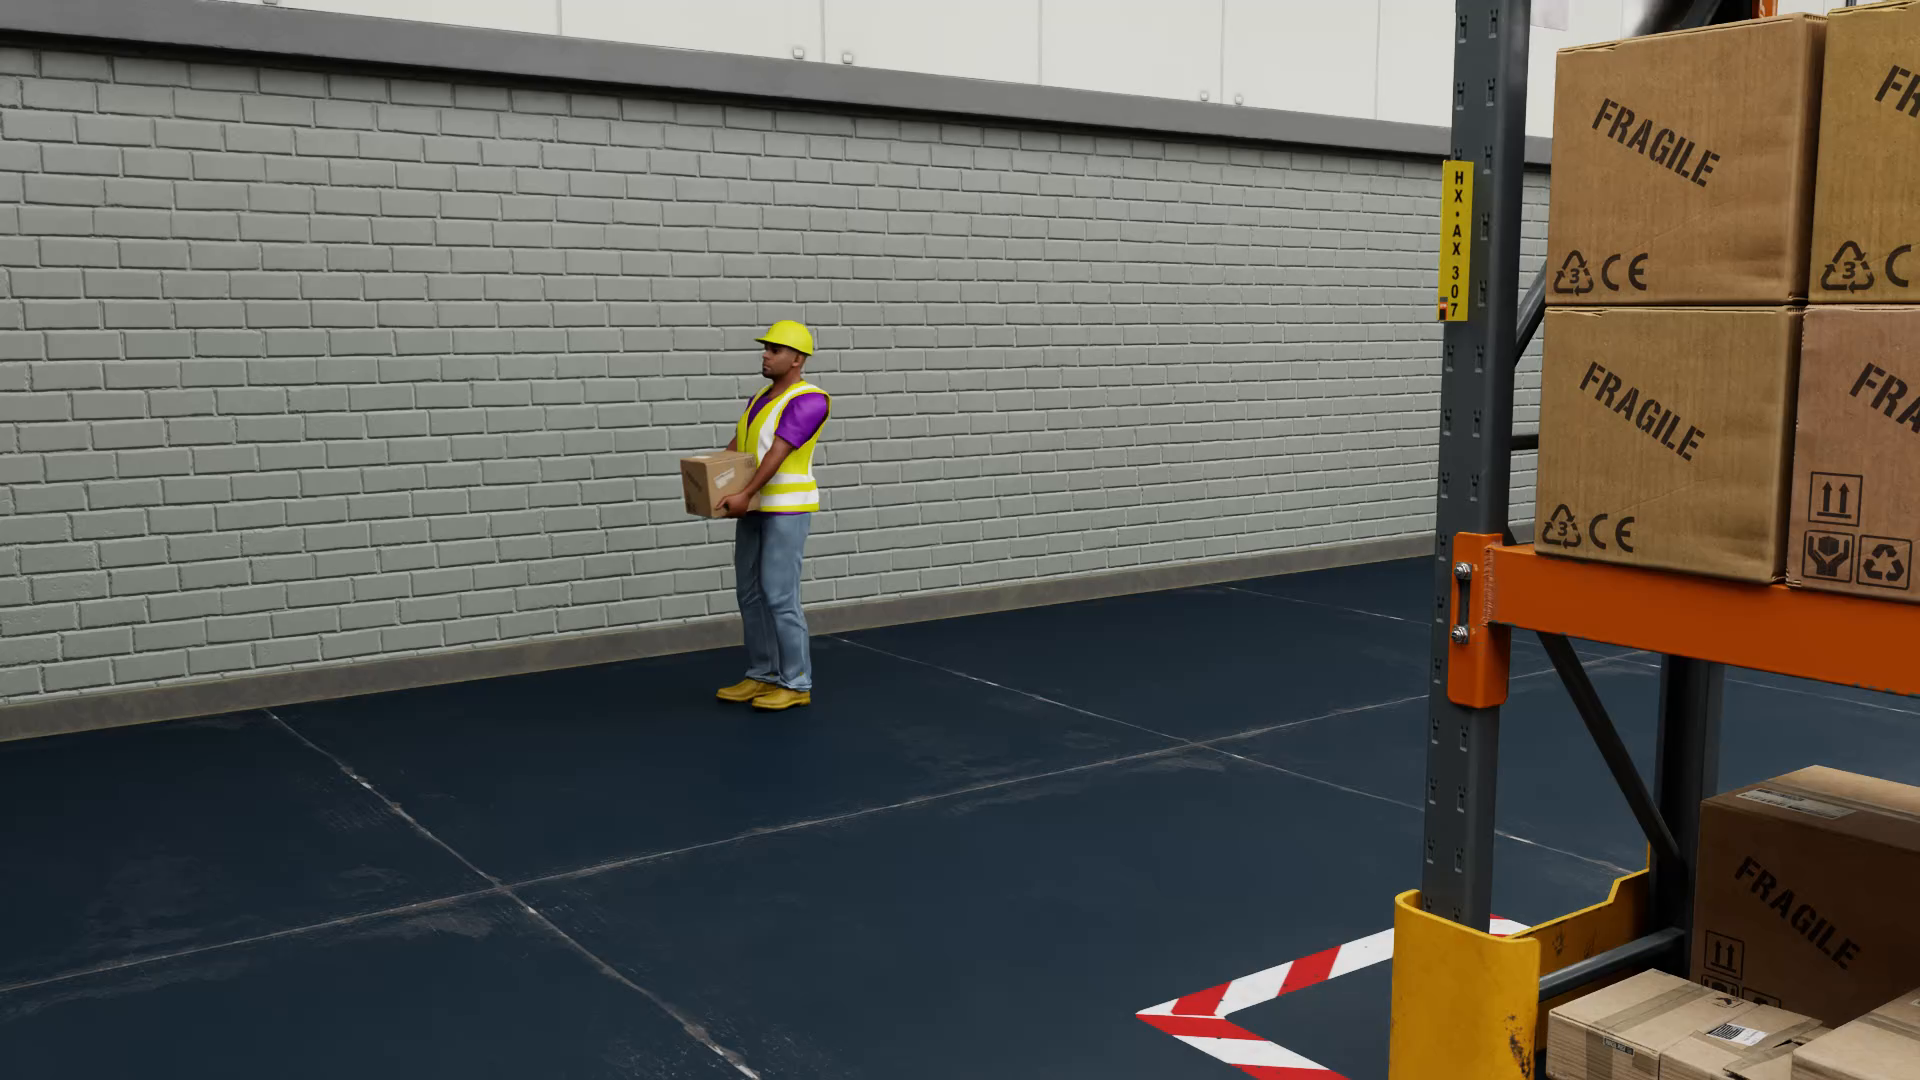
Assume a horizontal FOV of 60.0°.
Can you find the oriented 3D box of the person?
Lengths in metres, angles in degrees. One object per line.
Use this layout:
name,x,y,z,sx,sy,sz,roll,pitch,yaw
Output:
person,-0.914,-0.113,7.567,0.577,1.761,0.502,-6,10,-36
